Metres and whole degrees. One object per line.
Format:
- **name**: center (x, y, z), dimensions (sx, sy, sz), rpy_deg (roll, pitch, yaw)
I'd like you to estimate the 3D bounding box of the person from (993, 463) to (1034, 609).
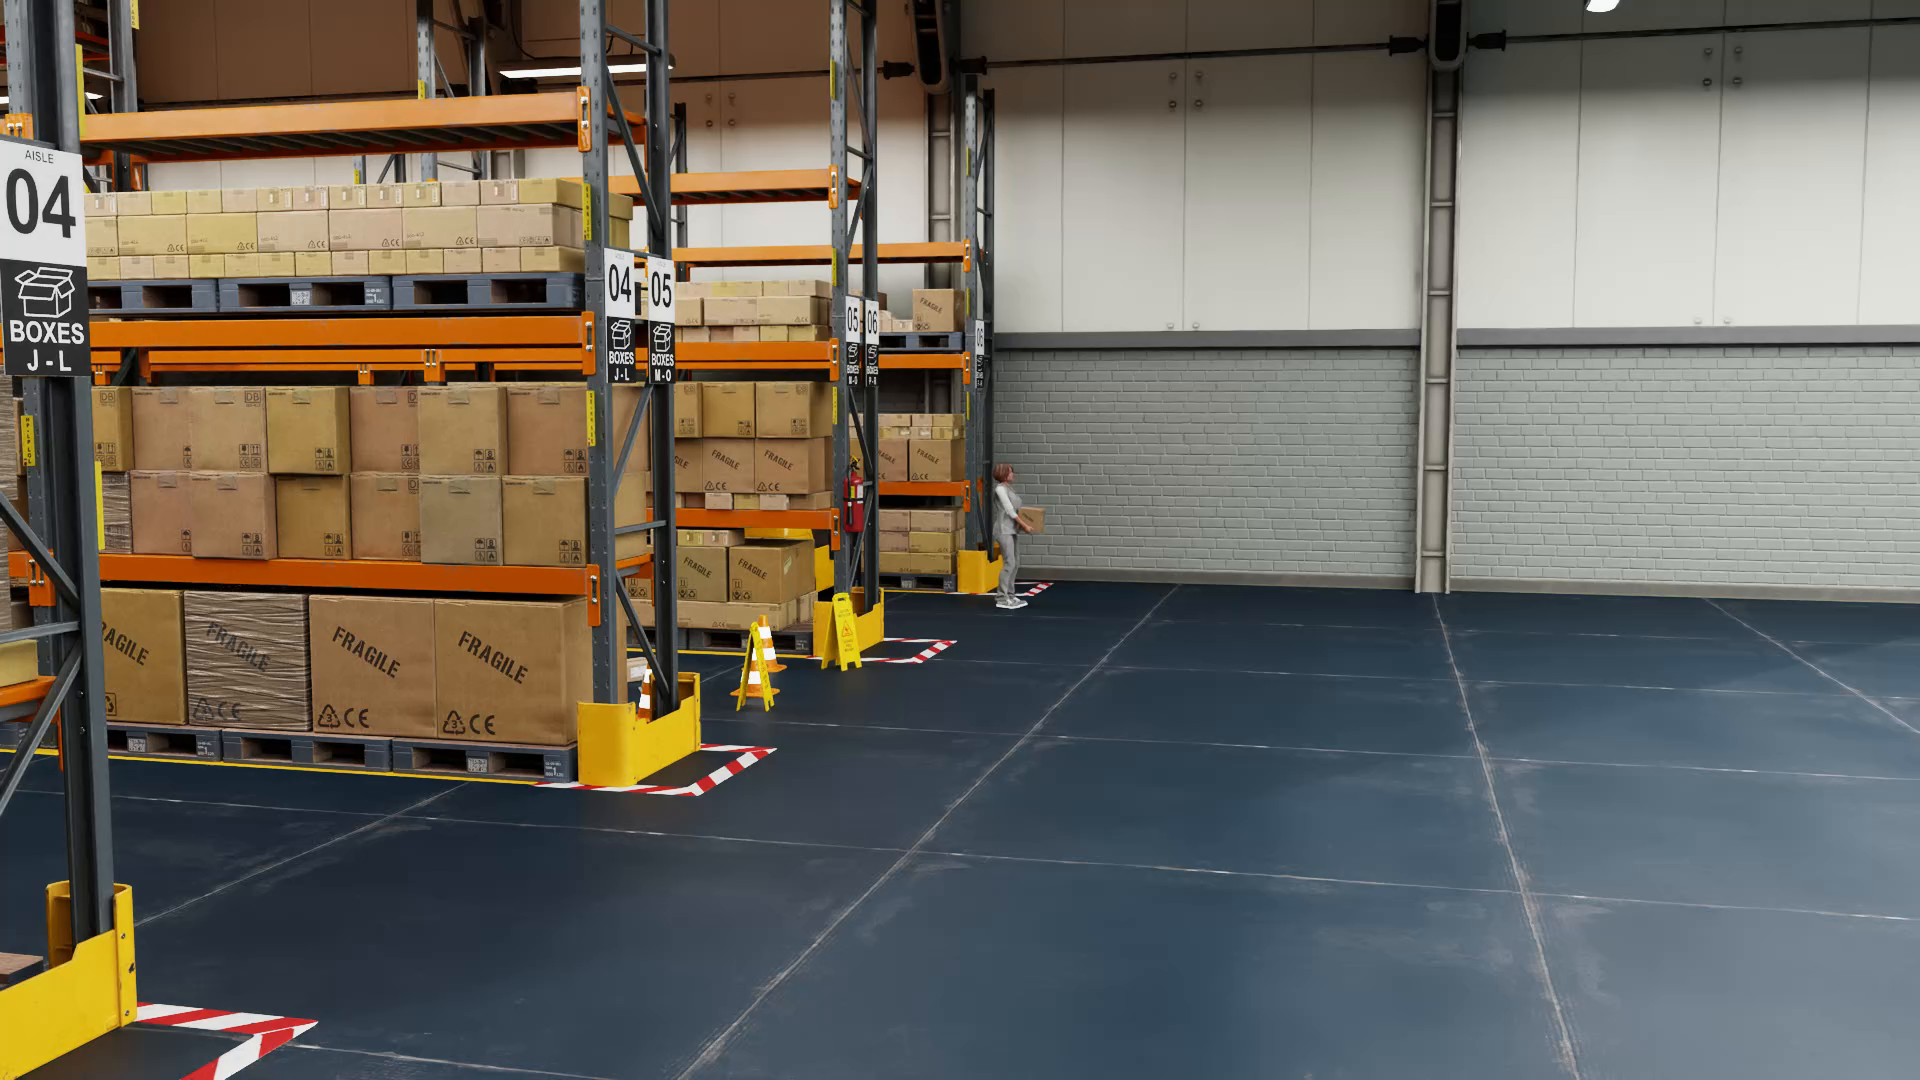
- **person**: center (0.602, -0.024, 18.235), dimensions (0.492, 1.534, 0.406), rpy_deg (1, 5, 14)
